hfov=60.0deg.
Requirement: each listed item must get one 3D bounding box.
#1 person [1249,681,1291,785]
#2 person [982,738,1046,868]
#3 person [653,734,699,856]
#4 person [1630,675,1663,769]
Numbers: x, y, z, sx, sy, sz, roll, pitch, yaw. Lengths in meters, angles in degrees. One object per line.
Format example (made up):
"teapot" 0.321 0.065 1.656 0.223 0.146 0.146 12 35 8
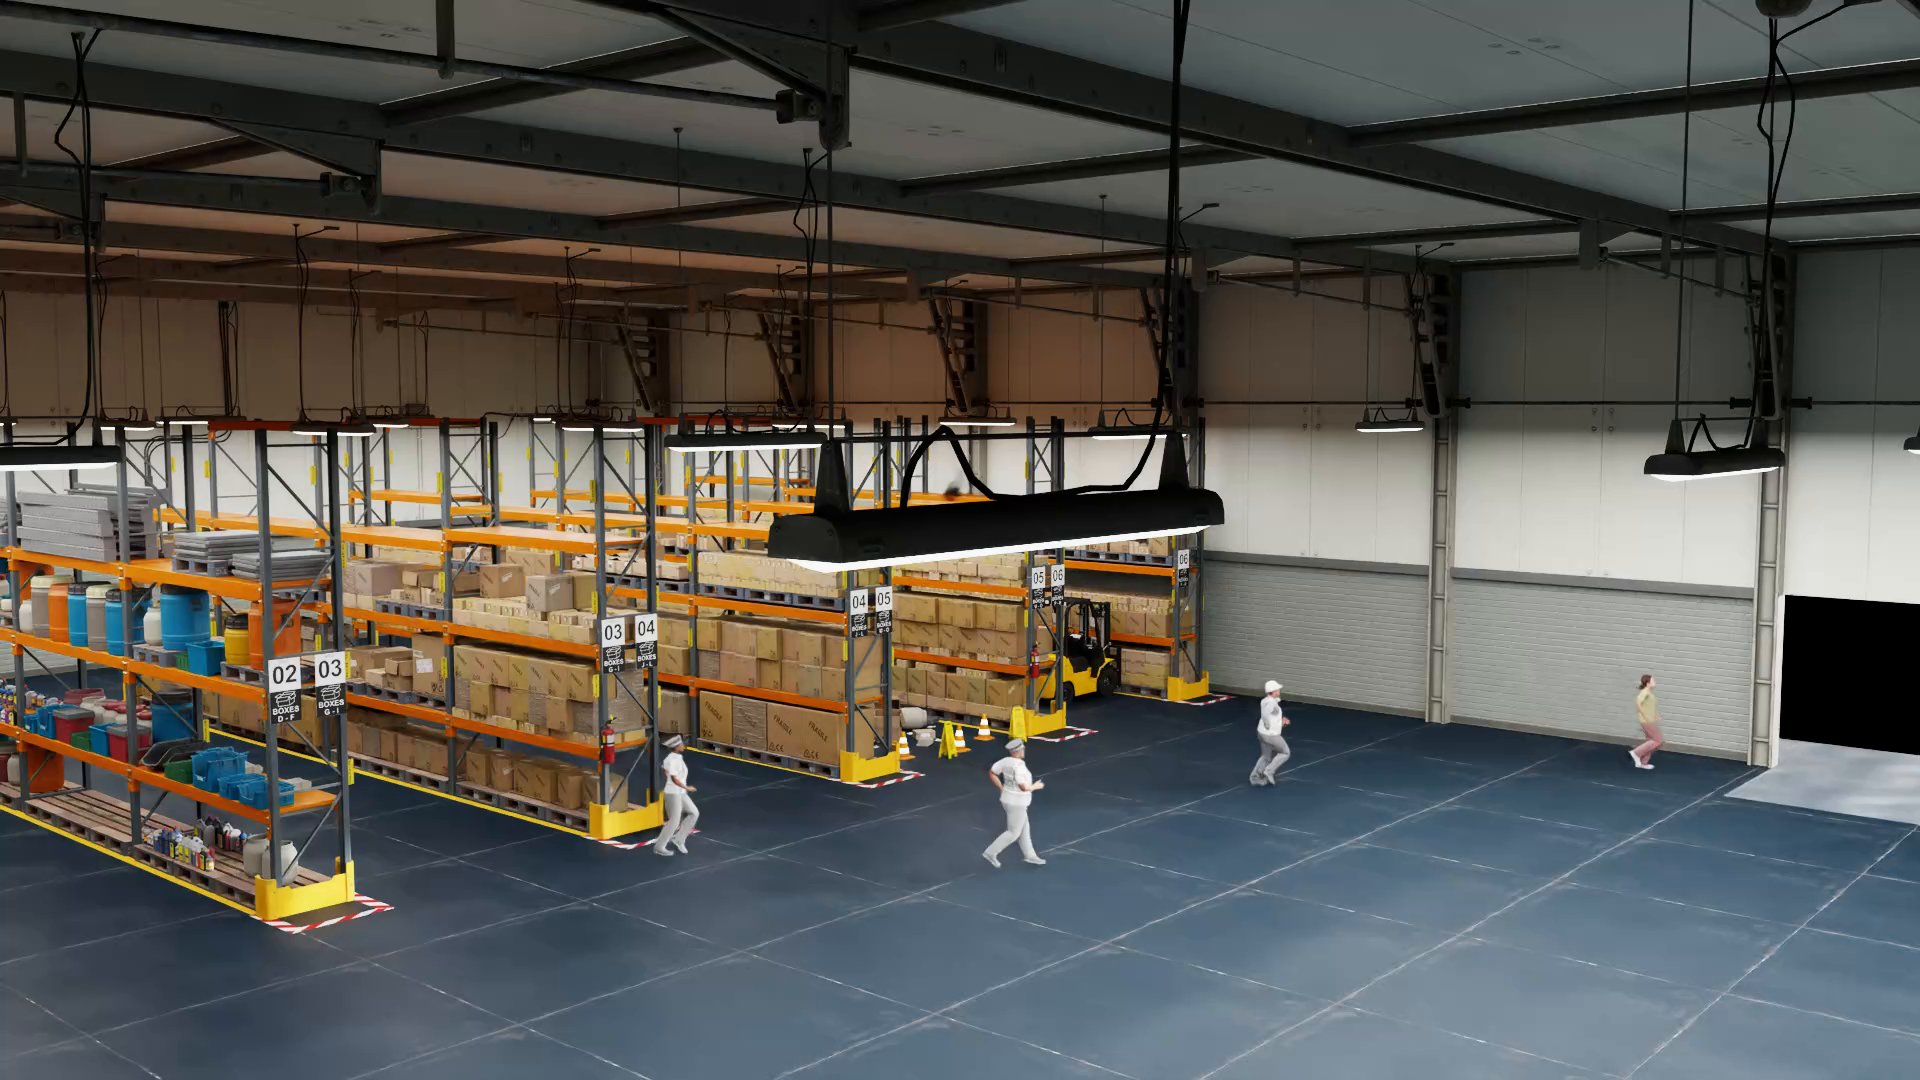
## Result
"person" 5.133 3.177 27.422 0.724 1.723 0.584 -1 5 -10
"person" 0.744 3.563 22.427 0.987 1.789 0.662 -2 5 -20
"person" -3.980 3.570 23.314 0.632 1.678 0.631 0 5 -5
"person" 11.855 3.134 28.684 0.512 1.633 0.585 2 5 25
